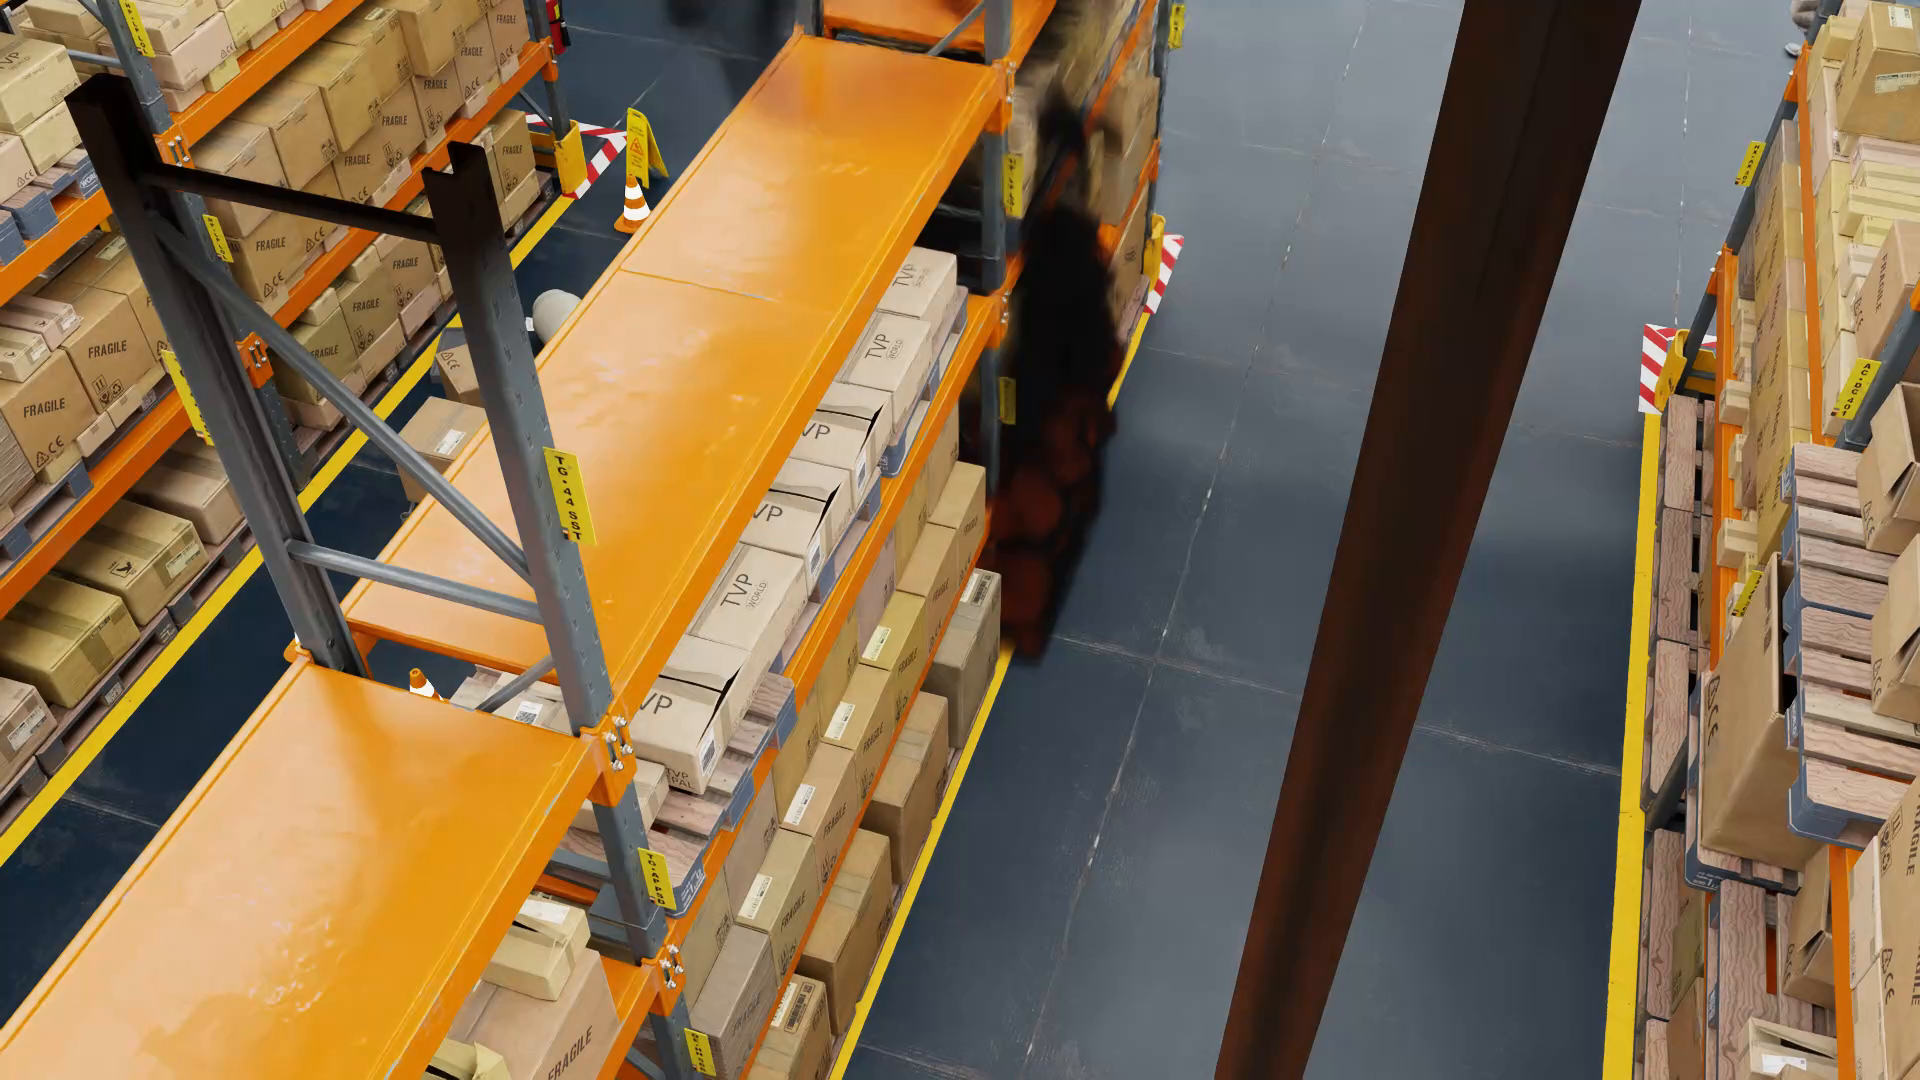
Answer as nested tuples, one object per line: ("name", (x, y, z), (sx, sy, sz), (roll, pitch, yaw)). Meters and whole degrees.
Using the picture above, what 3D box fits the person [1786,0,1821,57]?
("person", (7.867, -5.066, 14.902), (0.713, 1.671, 0.630), (-33, 54, -28))
